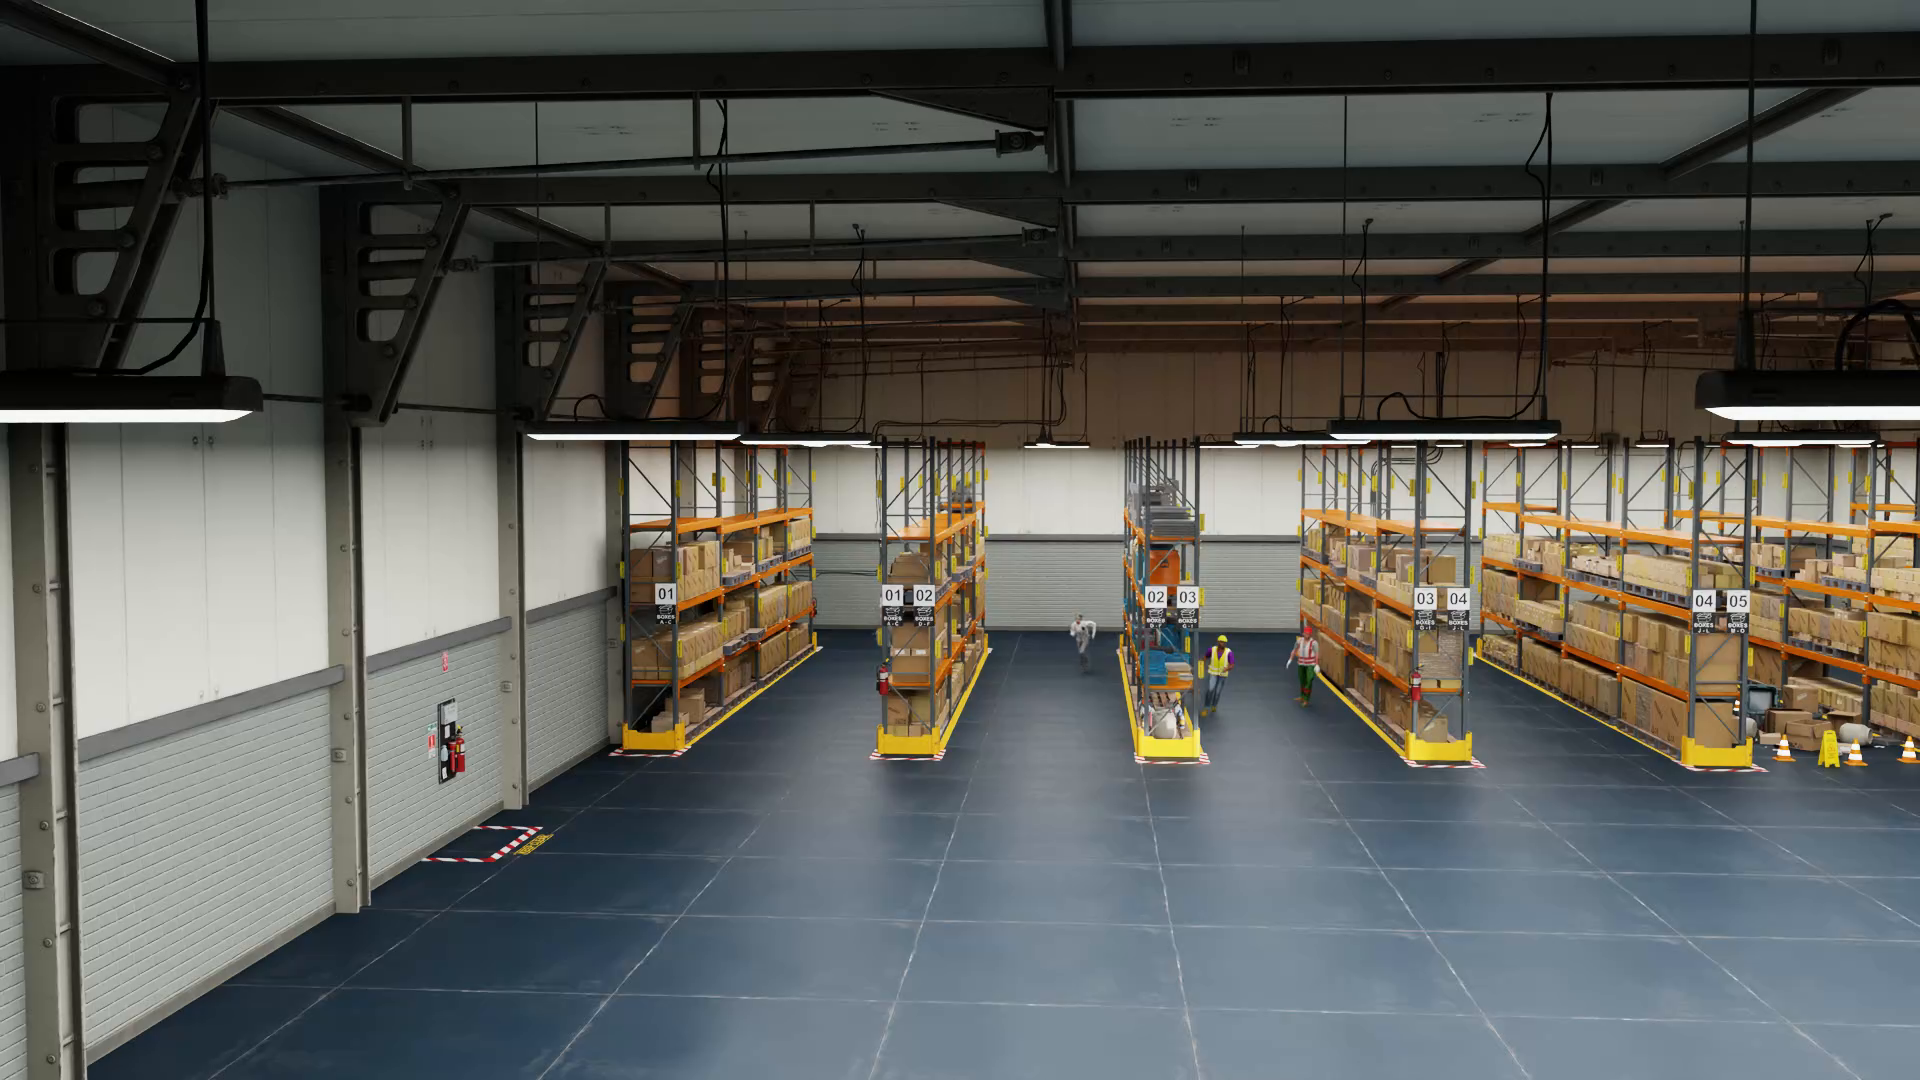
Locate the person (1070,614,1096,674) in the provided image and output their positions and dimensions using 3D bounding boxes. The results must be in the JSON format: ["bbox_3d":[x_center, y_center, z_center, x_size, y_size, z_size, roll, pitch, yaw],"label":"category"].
[{"bbox_3d":[3.200,2.668,42.935,0.662,1.593,0.937,1,3,25],"label":"person"}]

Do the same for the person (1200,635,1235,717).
[{"bbox_3d":[5.556,2.915,35.893,0.742,1.735,0.833,0,3,7],"label":"person"}]

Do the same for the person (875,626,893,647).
[{"bbox_3d":[-2.209,2.297,48.793,0.620,1.692,0.590,1,3,11],"label":"person"}]

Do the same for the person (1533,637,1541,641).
[{"bbox_3d":[16.342,2.401,46.761,0.716,1.657,0.649,2,4,39],"label":"person"}]

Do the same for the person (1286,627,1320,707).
[{"bbox_3d":[7.776,2.836,37.592,0.738,1.781,0.766,2,4,39],"label":"person"}]
